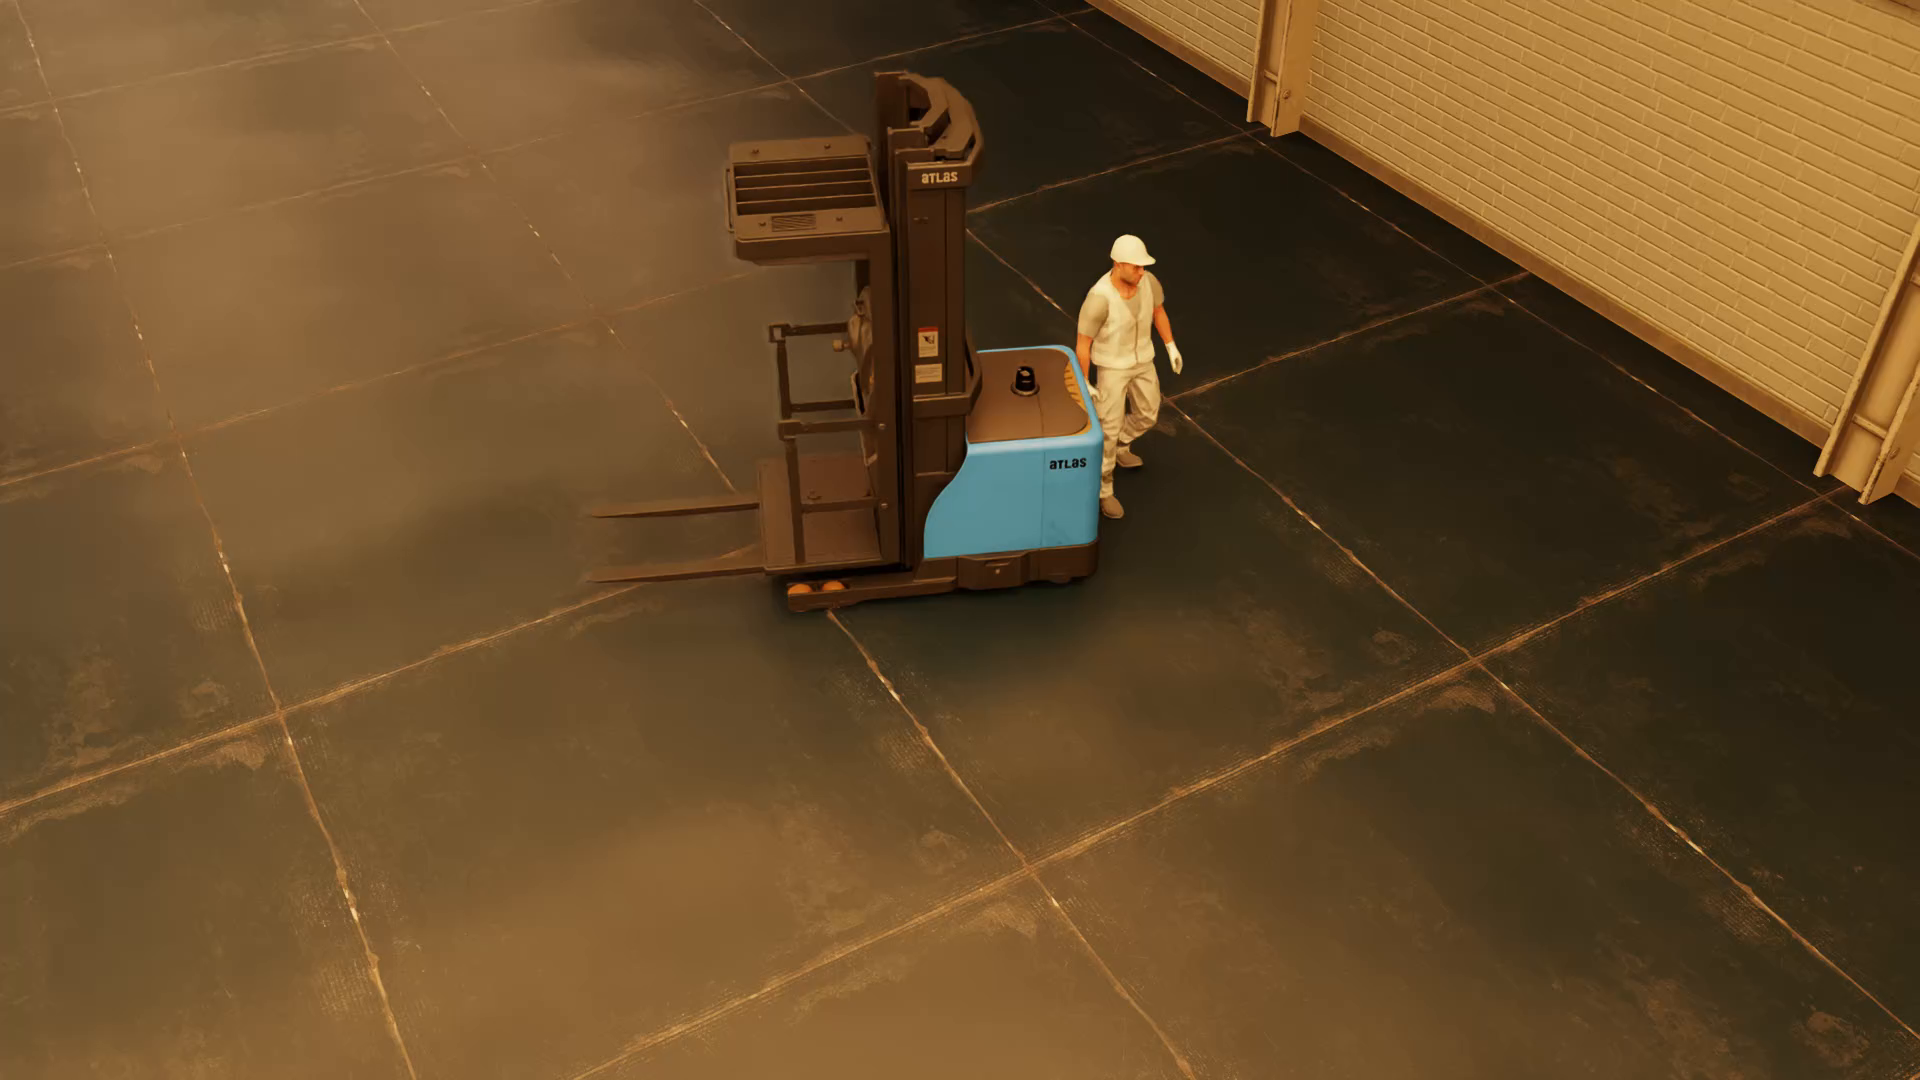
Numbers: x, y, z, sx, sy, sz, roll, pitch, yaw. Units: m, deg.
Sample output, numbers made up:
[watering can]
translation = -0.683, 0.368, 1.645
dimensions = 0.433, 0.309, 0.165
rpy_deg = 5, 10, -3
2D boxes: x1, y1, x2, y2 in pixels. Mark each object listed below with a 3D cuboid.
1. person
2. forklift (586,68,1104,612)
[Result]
[person]
translation = 1.074, -1.032, 10.229
dimensions = 0.747, 1.744, 0.652
rpy_deg = -21, 44, -24
[forklift]
translation = -0.728, -1.064, 9.319
dimensions = 3.031, 2.935, 1.130
rpy_deg = -5, 40, -6
